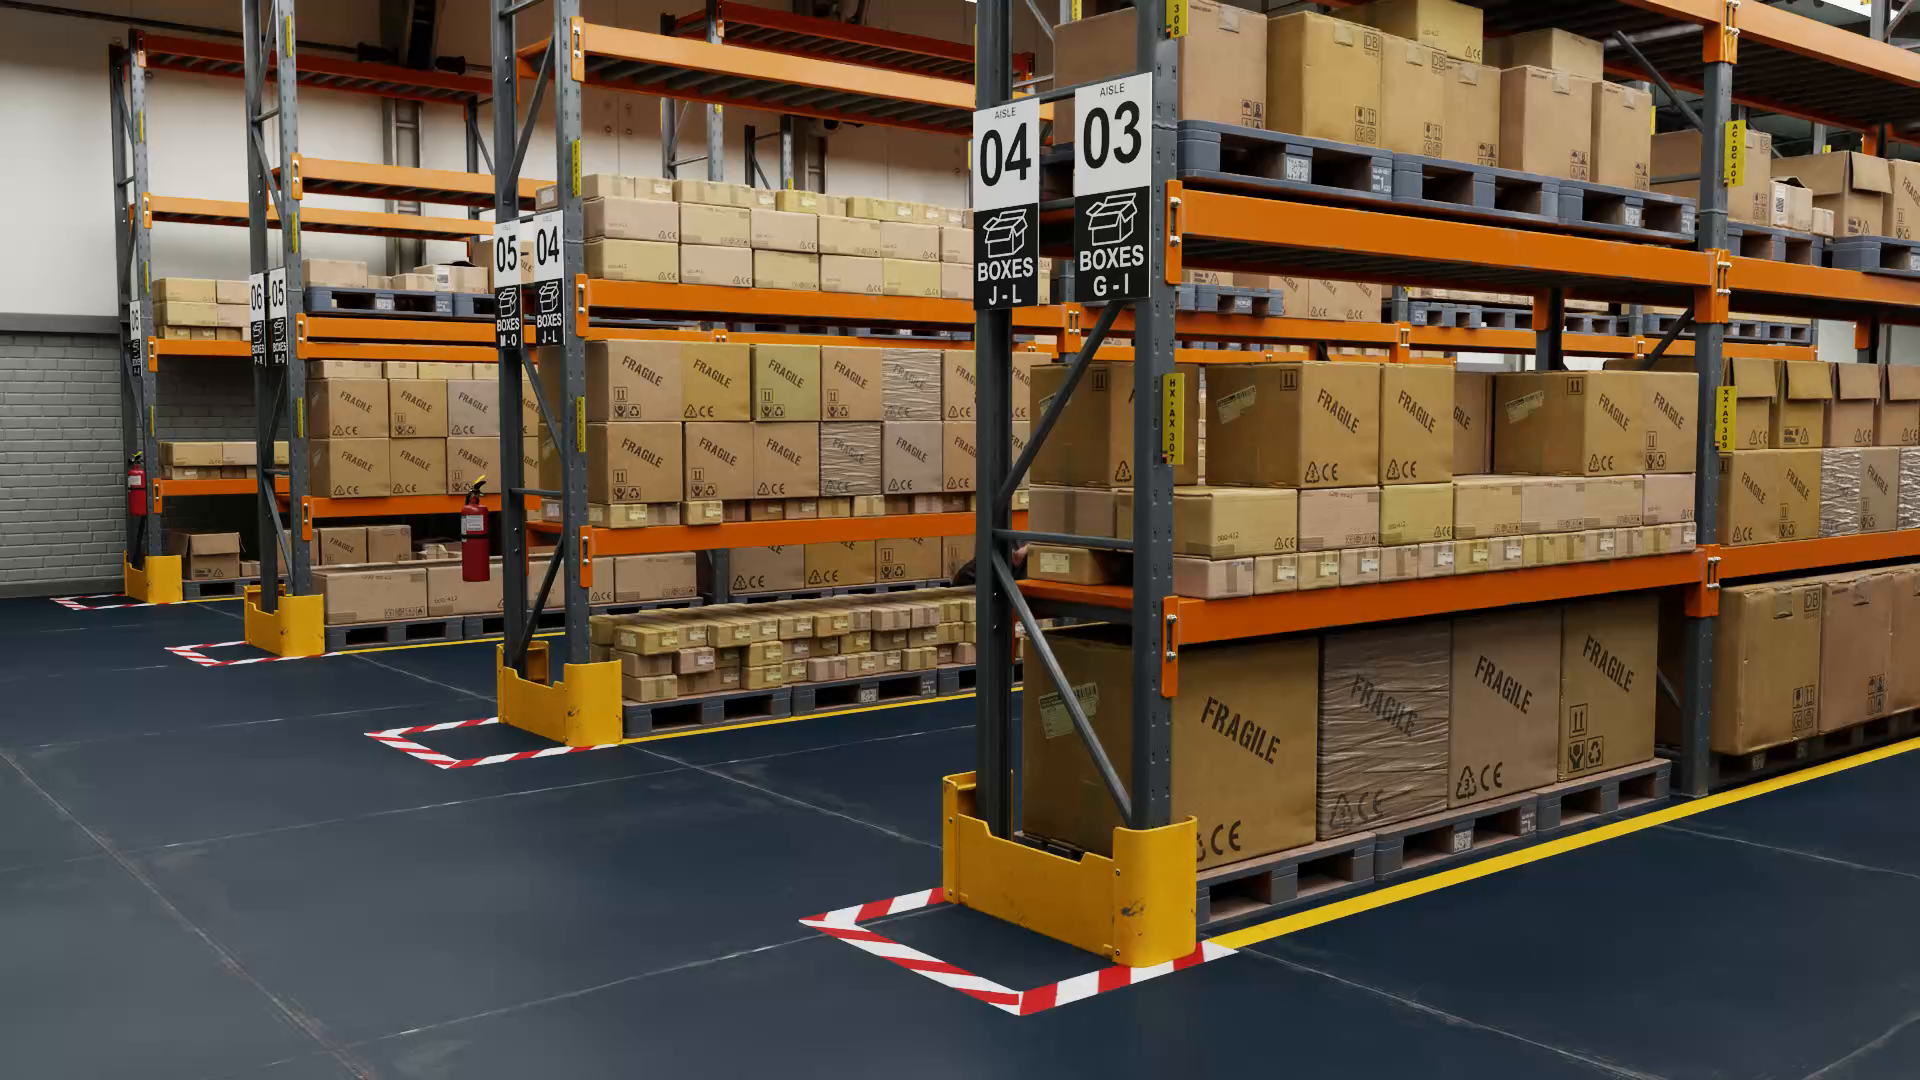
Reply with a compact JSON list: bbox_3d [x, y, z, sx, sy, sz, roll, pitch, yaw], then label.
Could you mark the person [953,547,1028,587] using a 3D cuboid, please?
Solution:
[{"bbox_3d":[0.330,0.457,15.110,0.533,0.833,0.876,-3,5,-39],"label":"person"}]
